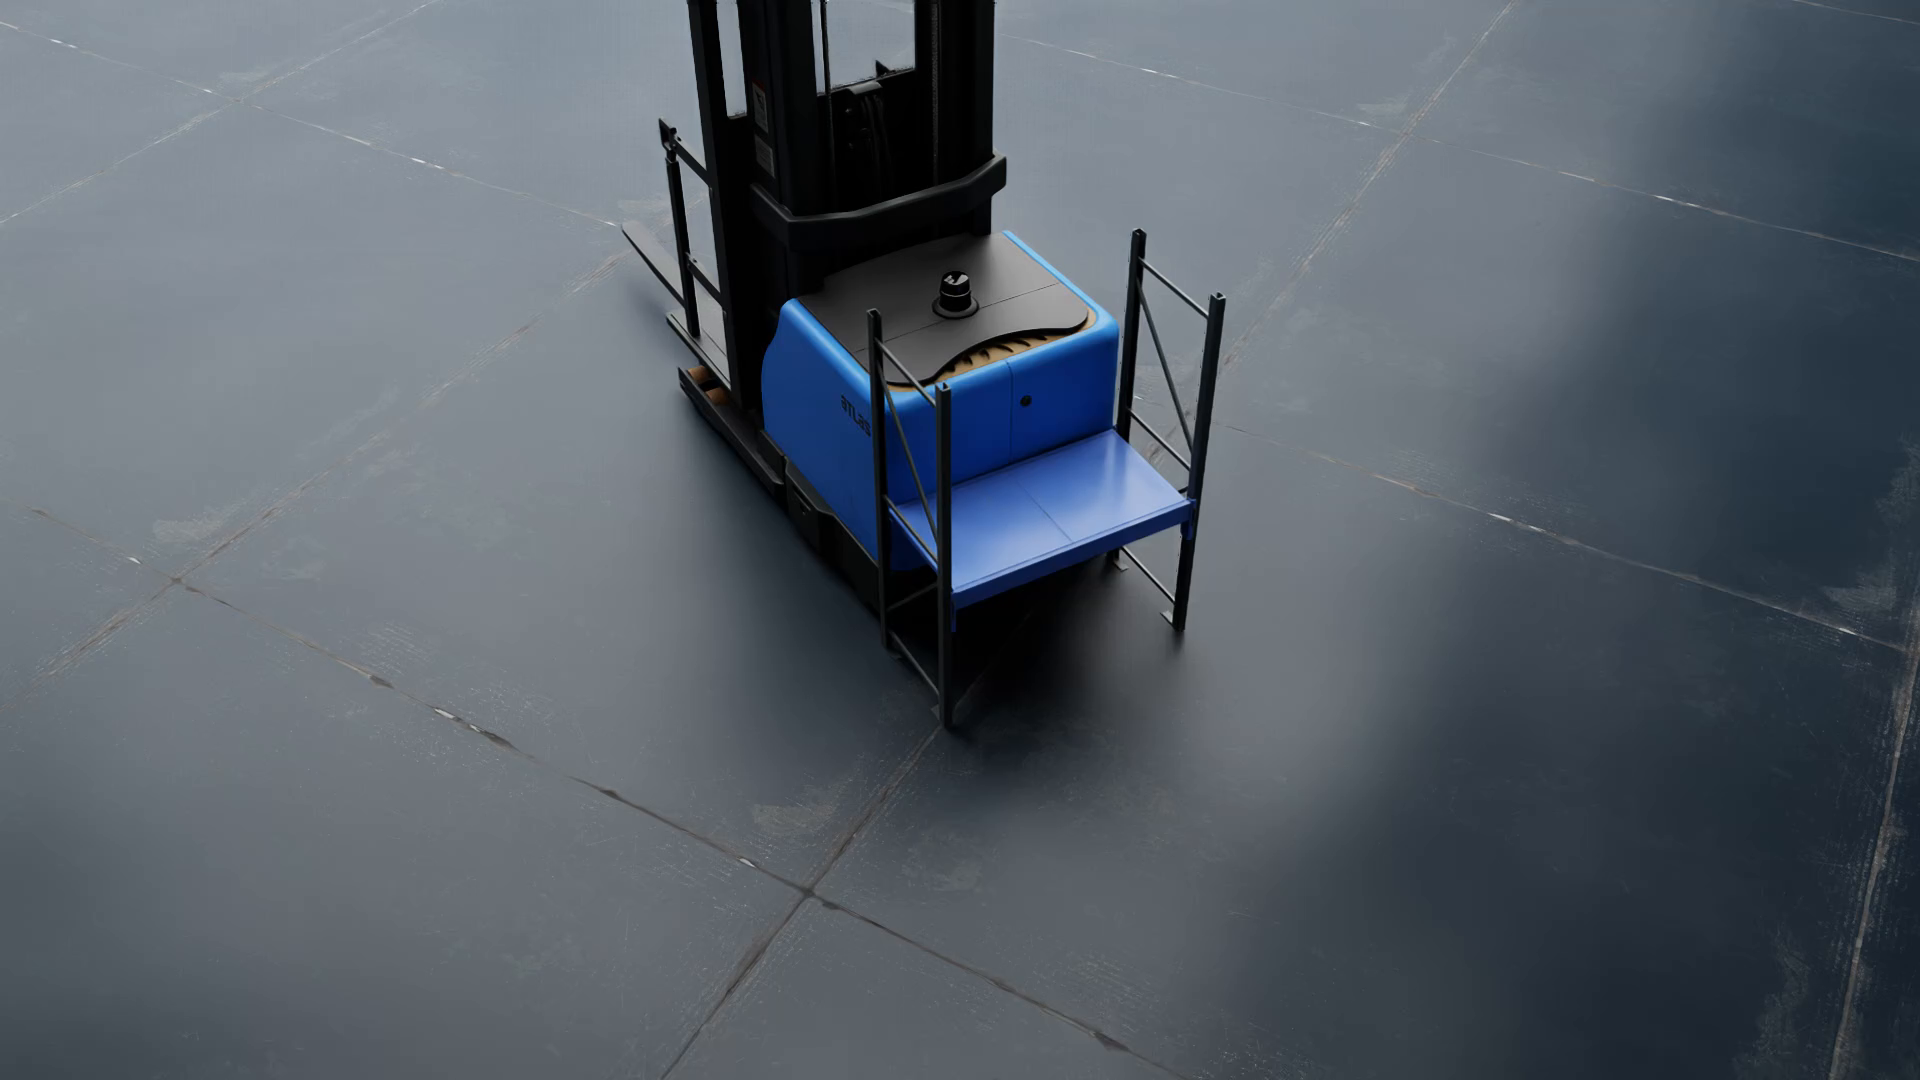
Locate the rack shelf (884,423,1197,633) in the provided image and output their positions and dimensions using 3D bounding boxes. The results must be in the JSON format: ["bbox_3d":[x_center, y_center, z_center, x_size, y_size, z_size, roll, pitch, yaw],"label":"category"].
[{"bbox_3d":[0.281,-0.060,5.955,1.000,0.185,0.538,-20,45,-22],"label":"rack shelf"}]

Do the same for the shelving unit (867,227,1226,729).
[{"bbox_3d":[0.281,-0.195,5.837,1.048,1.500,0.538,-20,45,-22],"label":"shelving unit"}]

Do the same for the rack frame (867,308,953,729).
[{"bbox_3d":[-0.162,-0.030,5.650,0.032,1.500,0.500,-20,45,-22],"label":"rack frame"}]

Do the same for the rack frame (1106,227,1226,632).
[{"bbox_3d":[0.724,-0.360,6.023,0.032,1.500,0.500,-20,45,-22],"label":"rack frame"}]

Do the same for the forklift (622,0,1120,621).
[{"bbox_3d":[-0.595,-1.748,6.517,1.130,2.935,3.031,-22,46,-23],"label":"forklift"}]
